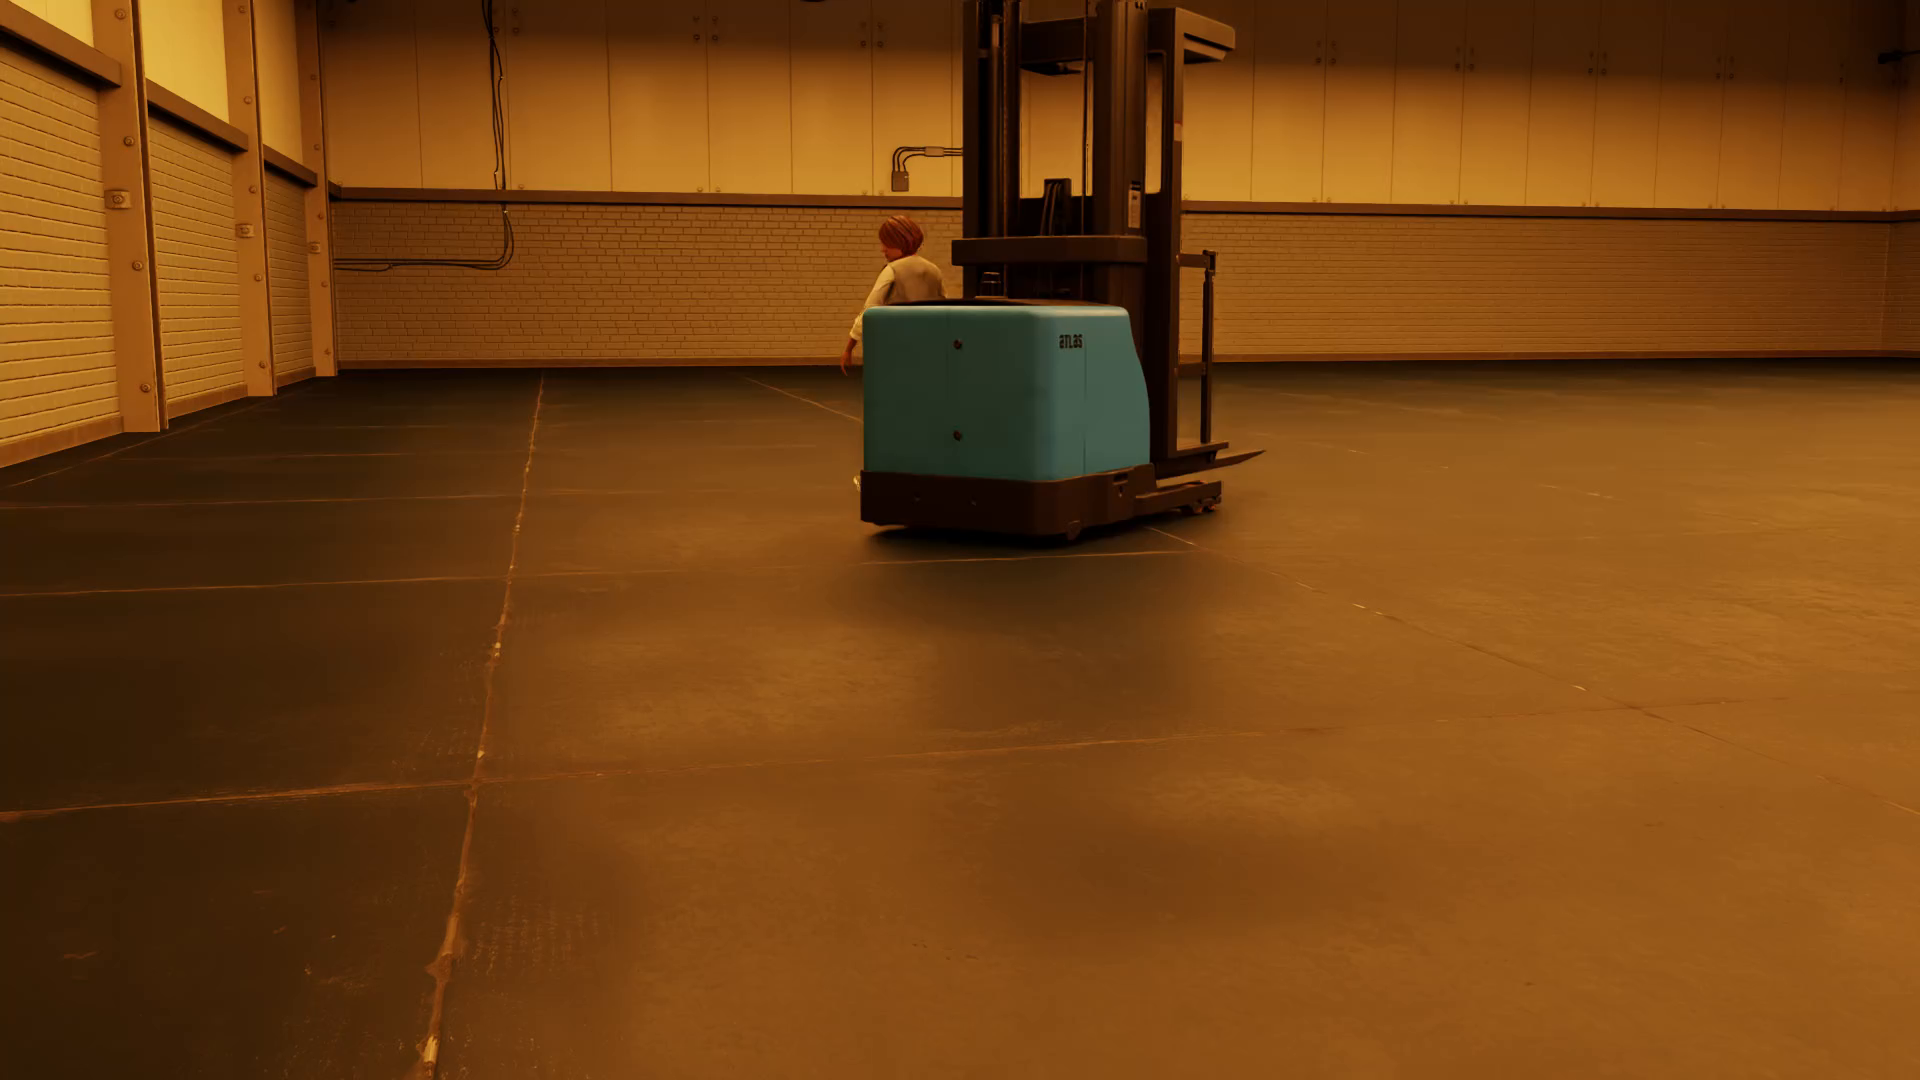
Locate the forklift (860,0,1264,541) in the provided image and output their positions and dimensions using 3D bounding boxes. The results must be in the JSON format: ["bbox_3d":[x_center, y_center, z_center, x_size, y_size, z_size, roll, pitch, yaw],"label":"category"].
[{"bbox_3d":[0.733,-1.610,8.635,1.130,2.935,3.031,5,9,31],"label":"forklift"}]

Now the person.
[{"bbox_3d":[-0.296,-0.917,8.700,0.868,1.530,0.548,6,10,39],"label":"person"}]
